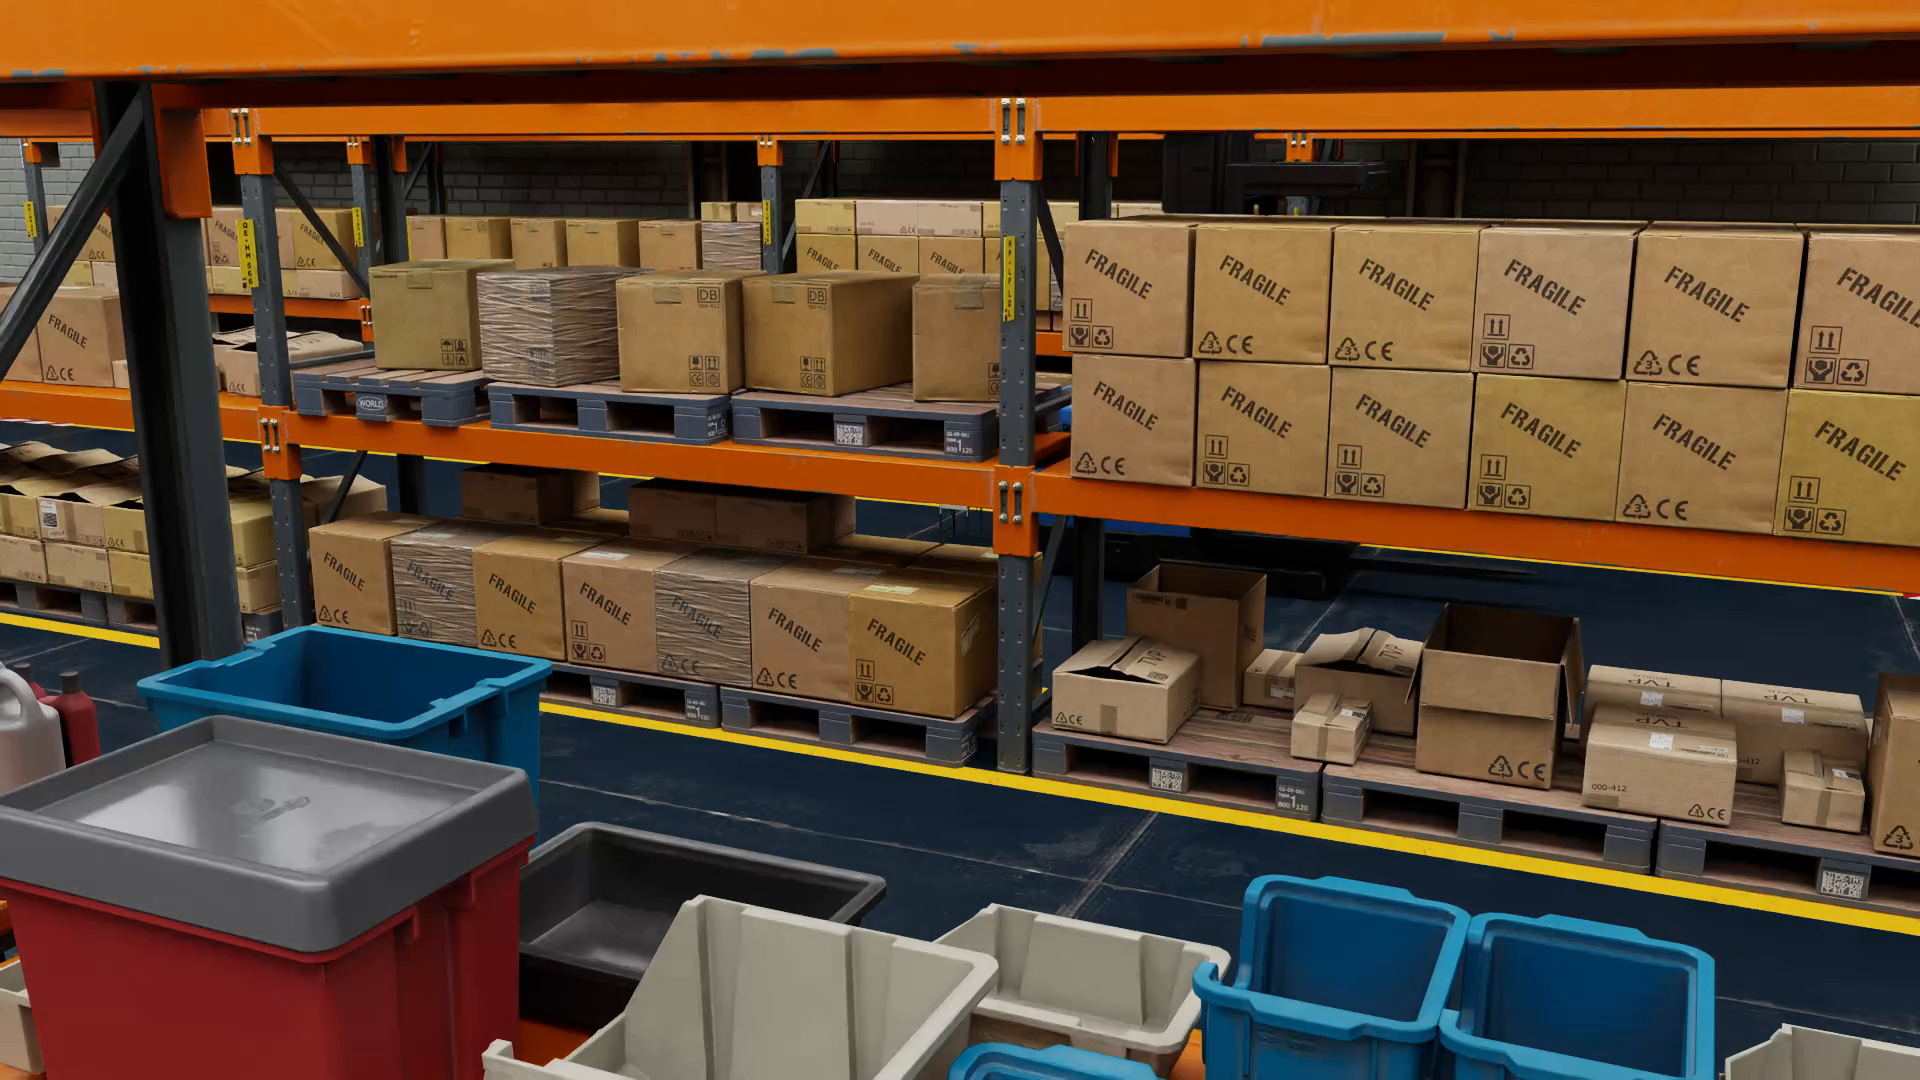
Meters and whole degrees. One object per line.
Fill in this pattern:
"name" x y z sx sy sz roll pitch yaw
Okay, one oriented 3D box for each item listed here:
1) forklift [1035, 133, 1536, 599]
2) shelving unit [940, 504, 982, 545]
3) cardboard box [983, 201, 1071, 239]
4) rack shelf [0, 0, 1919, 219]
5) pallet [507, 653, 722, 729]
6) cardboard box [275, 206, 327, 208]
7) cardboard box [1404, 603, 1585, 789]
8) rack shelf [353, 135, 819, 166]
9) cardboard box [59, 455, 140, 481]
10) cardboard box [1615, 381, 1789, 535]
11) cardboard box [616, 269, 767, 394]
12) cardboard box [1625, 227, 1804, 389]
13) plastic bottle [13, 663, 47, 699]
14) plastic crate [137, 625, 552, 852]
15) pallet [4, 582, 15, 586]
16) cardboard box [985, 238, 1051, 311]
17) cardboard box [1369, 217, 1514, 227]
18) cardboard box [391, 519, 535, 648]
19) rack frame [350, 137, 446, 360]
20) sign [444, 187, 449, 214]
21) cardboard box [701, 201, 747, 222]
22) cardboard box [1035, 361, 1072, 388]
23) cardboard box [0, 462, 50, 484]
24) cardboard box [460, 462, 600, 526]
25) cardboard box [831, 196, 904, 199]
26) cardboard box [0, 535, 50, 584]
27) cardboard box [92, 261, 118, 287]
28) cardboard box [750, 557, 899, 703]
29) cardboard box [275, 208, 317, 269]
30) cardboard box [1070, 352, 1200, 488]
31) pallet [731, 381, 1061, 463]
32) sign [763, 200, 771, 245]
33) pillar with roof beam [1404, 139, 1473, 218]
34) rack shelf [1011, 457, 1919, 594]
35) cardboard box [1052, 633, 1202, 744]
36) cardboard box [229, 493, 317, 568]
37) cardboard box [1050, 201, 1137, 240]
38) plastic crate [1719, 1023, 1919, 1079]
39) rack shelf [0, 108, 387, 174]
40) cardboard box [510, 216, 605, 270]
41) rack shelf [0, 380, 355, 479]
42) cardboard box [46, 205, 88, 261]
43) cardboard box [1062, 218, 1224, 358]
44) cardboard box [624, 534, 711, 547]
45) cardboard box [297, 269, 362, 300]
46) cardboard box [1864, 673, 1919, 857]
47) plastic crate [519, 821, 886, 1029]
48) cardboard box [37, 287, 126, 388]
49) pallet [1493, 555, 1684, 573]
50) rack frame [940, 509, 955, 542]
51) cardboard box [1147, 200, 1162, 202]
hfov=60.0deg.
"forklift" 1.983 -1.216 10.020 3.031 2.935 1.130 5 14 20
"shelving unit" 0.007 -0.437 11.149 0.210 0.900 0.258 6 14 23
"cardboard box" 0.491 -2.311 11.983 0.500 0.250 0.500 5 14 22
"rack shelf" 0.233 -0.465 1.681 4.000 0.370 1.077 6 14 23
"pallet" -1.464 0.603 8.223 1.213 0.211 1.003 6 14 23
"cardboard box" -6.167 -2.835 15.412 0.500 0.500 0.500 6 15 25
"cardboard box" 2.134 0.599 6.636 0.637 0.503 0.797 6 14 23
"rack shelf" -3.068 -3.275 13.654 4.000 0.370 1.077 6 14 23
"cardboard box" -5.022 -0.335 9.990 0.500 0.311 0.500 6 14 23
"cardboard box" 2.622 -0.332 5.886 0.500 0.500 0.500 6 14 24
"cardboard box" -1.226 -0.978 7.720 0.500 0.500 0.700 2 13 9
"cardboard box" 2.615 -0.817 5.764 0.500 0.500 0.500 6 15 25
"plastic bottle" -1.880 0.381 3.320 0.133 0.283 0.061 6 14 23
"plastic crate" -1.030 0.410 2.845 0.575 0.384 0.392 6 14 23
"pallet" -6.210 0.103 10.355 1.213 0.211 1.003 6 14 23
"cardboard box" 0.508 -1.941 12.049 0.500 0.500 0.500 6 15 25
"cardboard box" 1.912 -1.024 6.645 0.500 0.500 0.500 6 14 24
"cardboard box" -2.461 0.207 8.315 0.500 0.500 0.500 5 14 21
"rack frame" -4.897 -2.350 14.703 0.127 3.000 1.000 6 14 23
"sign" -4.675 -3.030 15.066 0.005 0.325 0.100 6 14 23
"cardboard box" -1.867 -2.611 13.213 0.250 0.149 0.380 3 14 14
"cardboard box" 0.957 -0.882 12.235 0.750 0.750 0.750 6 15 25
"cardboard box" -5.694 -0.268 9.705 0.500 0.311 0.500 5 14 21
"cardboard box" -2.239 -0.265 8.686 0.500 0.250 0.500 6 15 25
"cardboard box" -0.720 -2.560 13.044 0.500 0.250 0.500 6 15 25
"cardboard box" -5.225 0.051 9.573 0.500 0.250 0.500 6 15 24
"cardboard box" -7.756 -2.500 15.628 0.500 0.250 0.500 5 14 21
"cardboard box" -0.601 0.395 7.515 0.500 0.500 0.500 6 14 23
"cardboard box" -5.913 -2.676 14.735 0.500 0.500 0.500 6 14 23
"cardboard box" 0.770 -0.519 6.683 0.500 0.500 0.500 6 15 25
"pallet" -0.272 -0.578 7.572 1.213 0.211 1.003 6 14 23
"sign" -1.451 -2.391 12.516 0.005 0.325 0.100 6 14 23
"pillar with roof beam" 1.664 -3.747 7.525 0.400 9.000 9.100 6 14 23
"rack shelf" 2.243 -0.039 6.431 4.000 0.370 1.077 6 14 23
"cardboard box" 0.711 0.604 7.037 0.500 0.311 0.500 6 14 23
"cardboard box" -3.821 -0.081 8.904 0.500 0.311 0.500 6 15 25
"cardboard box" 0.957 -2.264 11.783 0.500 0.250 0.500 6 15 24
"plastic crate" 1.090 0.728 2.034 0.298 0.136 0.250 6 14 23
"rack shelf" -5.071 -2.240 9.243 4.000 0.370 1.077 6 14 23
"cardboard box" -3.323 -2.451 13.952 0.500 0.500 0.700 8 15 31
"rack shelf" -5.071 -0.780 9.586 4.000 0.370 1.077 6 14 23
"cardboard box" -8.239 -2.915 15.754 0.500 0.500 0.500 6 14 23
"cardboard box" 0.731 -1.008 6.576 0.500 0.500 0.500 6 15 25
"cardboard box" -1.337 0.191 8.385 0.500 0.500 0.500 5 14 21
"cardboard box" -5.453 -2.267 14.635 0.500 0.250 0.500 6 14 23
"cardboard box" 3.475 0.799 5.791 0.500 0.500 0.500 6 14 23
"plastic crate" -0.463 0.612 2.552 0.590 0.125 0.437 6 14 23
"cardboard box" -4.783 -1.145 9.351 0.500 0.500 0.500 5 14 20
"pallet" 4.200 -0.053 11.018 1.213 0.211 1.003 6 14 23
"rack frame" -0.086 -0.447 11.189 0.006 0.900 0.240 6 14 23
"cardboard box" 1.621 -2.322 12.029 0.500 0.250 0.500 6 14 24
